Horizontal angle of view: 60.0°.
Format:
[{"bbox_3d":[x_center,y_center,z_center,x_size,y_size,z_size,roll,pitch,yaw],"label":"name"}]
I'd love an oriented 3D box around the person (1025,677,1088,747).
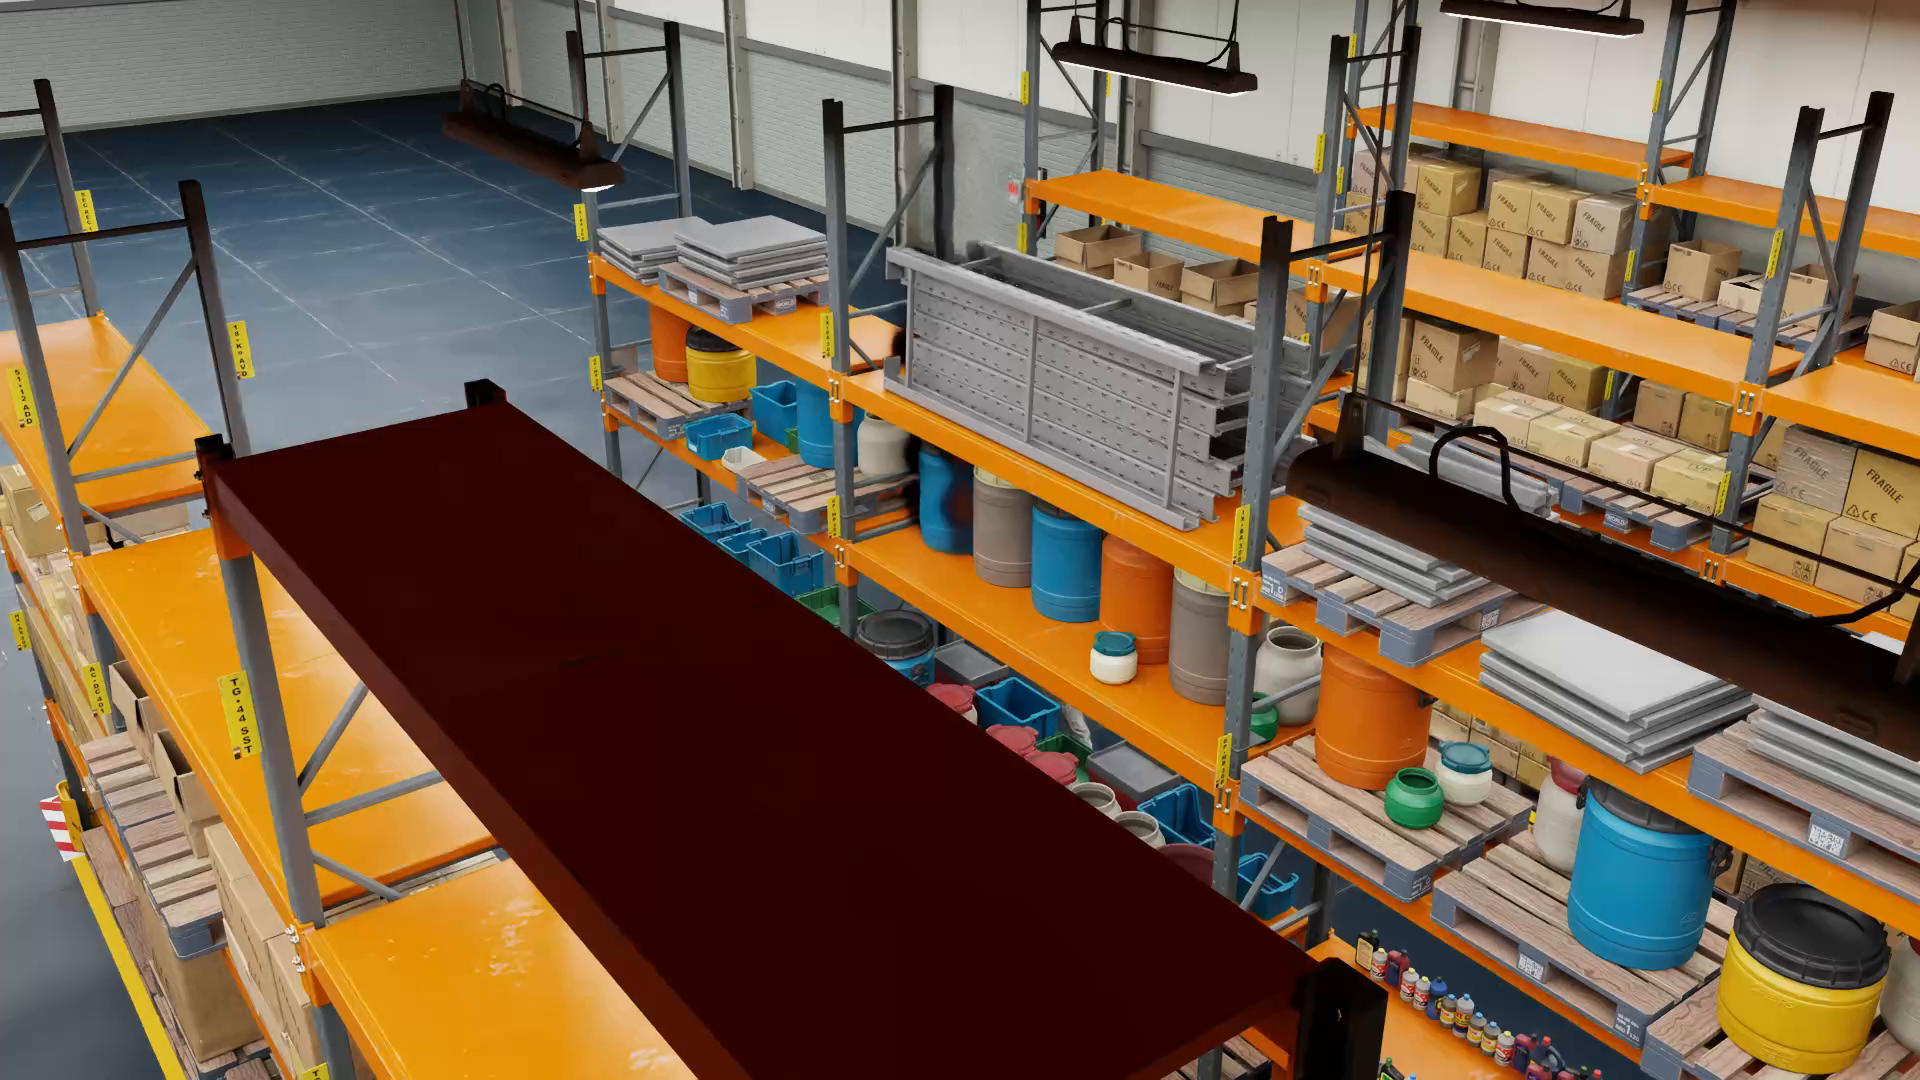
[{"bbox_3d":[0.783,1.035,13.972,0.684,1.784,0.767,-19,31,-35],"label":"person"}]
